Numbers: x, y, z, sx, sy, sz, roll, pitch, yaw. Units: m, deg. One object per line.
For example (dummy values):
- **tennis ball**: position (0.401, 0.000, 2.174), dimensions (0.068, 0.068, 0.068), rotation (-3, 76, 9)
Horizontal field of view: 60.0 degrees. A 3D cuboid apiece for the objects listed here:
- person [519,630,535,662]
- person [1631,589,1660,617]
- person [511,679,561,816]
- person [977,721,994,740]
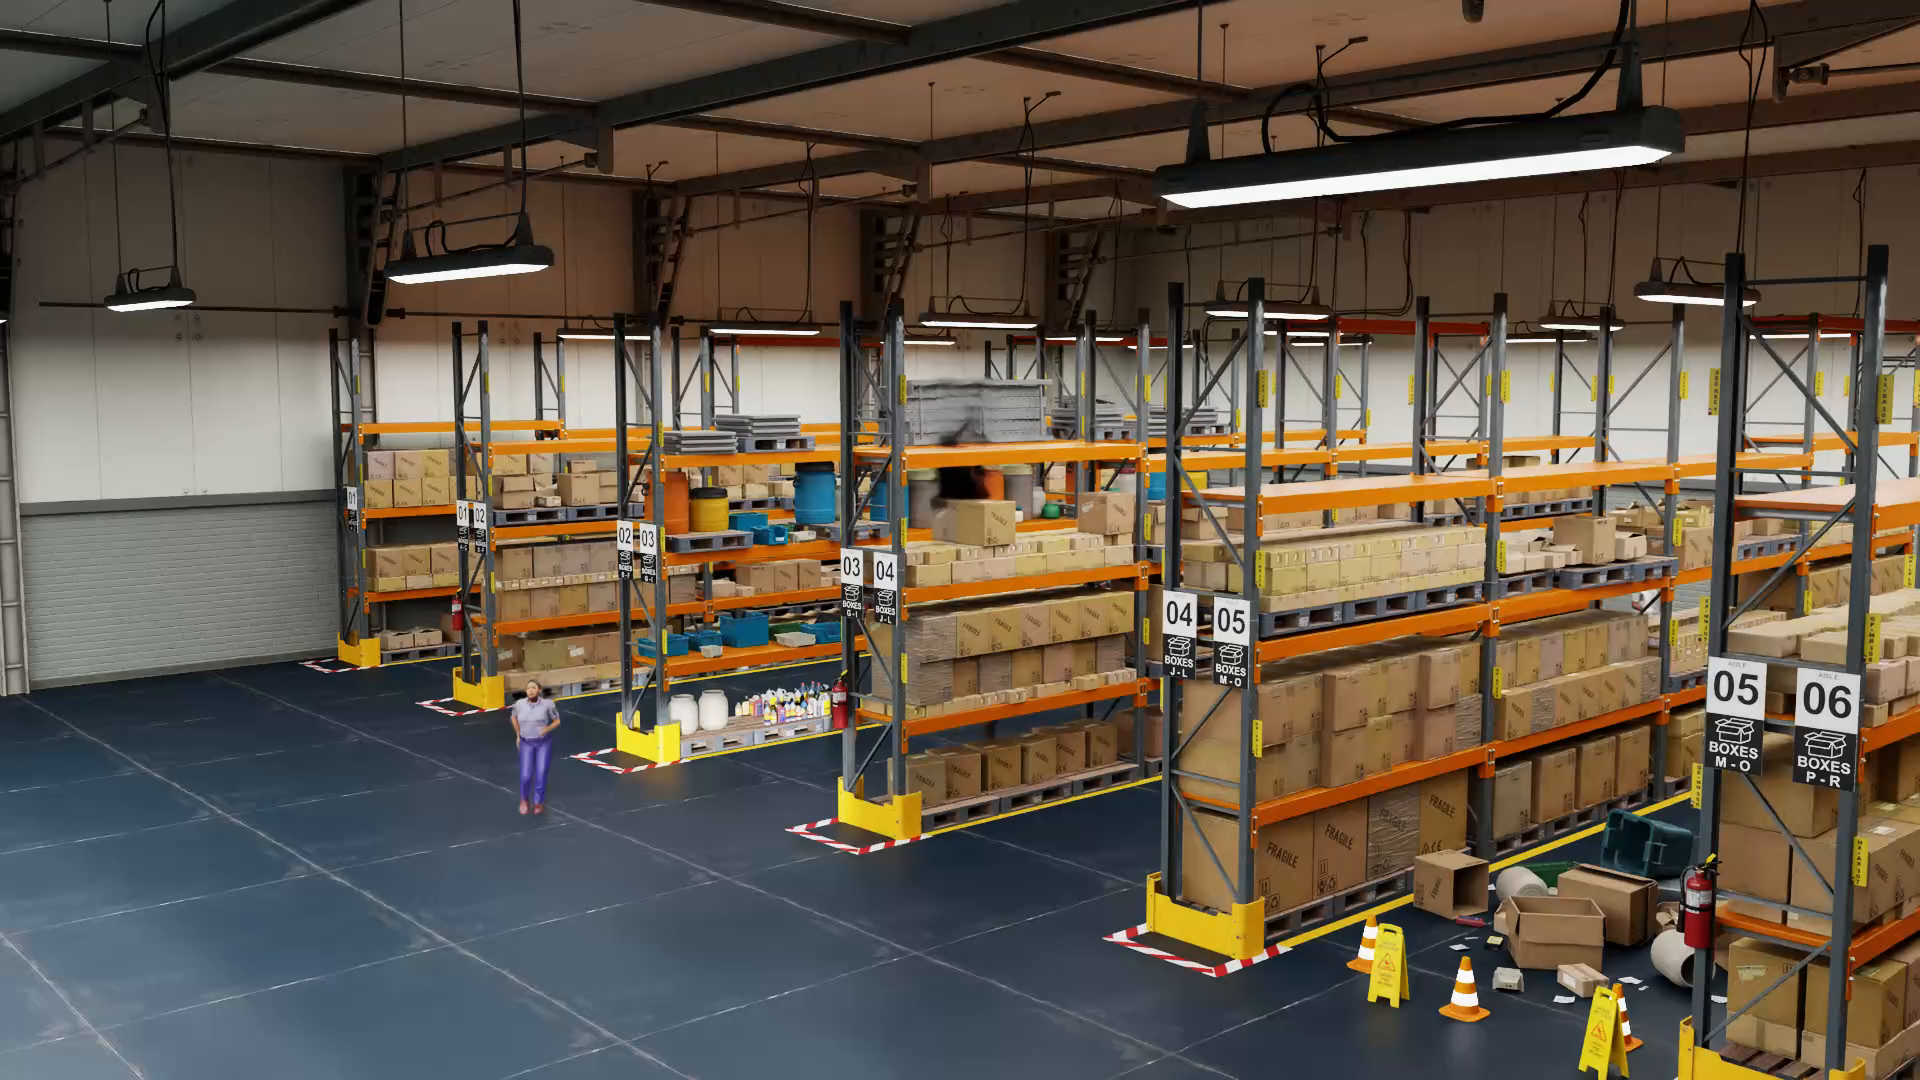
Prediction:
- **person**: position (-7.433, 1.430, 28.636), dimensions (0.691, 1.776, 0.944), rotation (5, 8, 43)
- **person**: position (12.175, 1.394, 29.439), dimensions (0.673, 1.783, 0.683), rotation (-2, 6, -18)
- **person**: position (-4.975, 2.437, 19.492), dimensions (0.581, 1.630, 0.630), rotation (-1, 6, -10)
- **person**: position (0.380, 2.065, 22.982), dimensions (0.656, 1.696, 0.627), rotation (4, 7, 38)
